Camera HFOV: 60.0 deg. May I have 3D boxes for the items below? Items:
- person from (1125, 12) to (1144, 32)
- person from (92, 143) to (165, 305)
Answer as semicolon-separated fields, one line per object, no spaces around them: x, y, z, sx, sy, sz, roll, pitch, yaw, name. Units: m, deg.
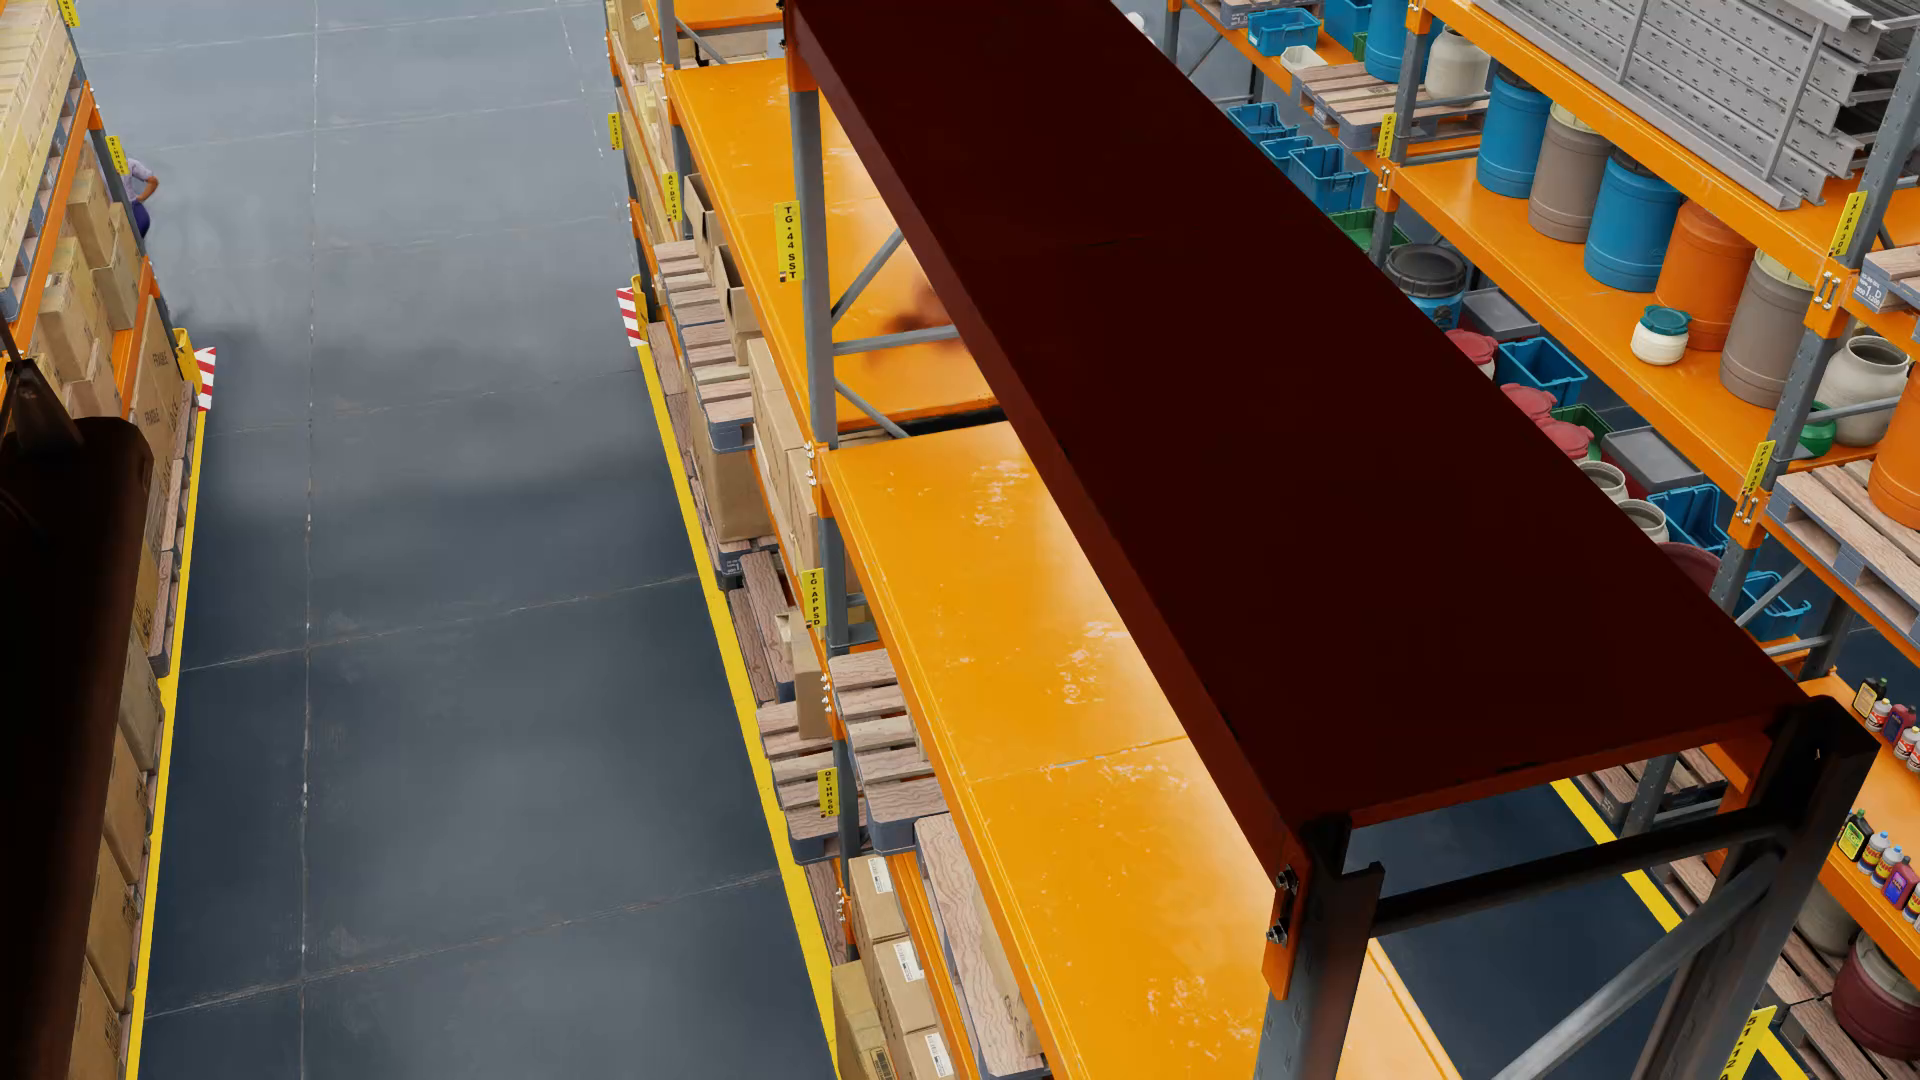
1.789;-4.579;17.215;0.671;1.750;0.684;17;41;20;person
-7.559;-2.863;15.145;0.730;1.703;0.603;20;43;24;person
